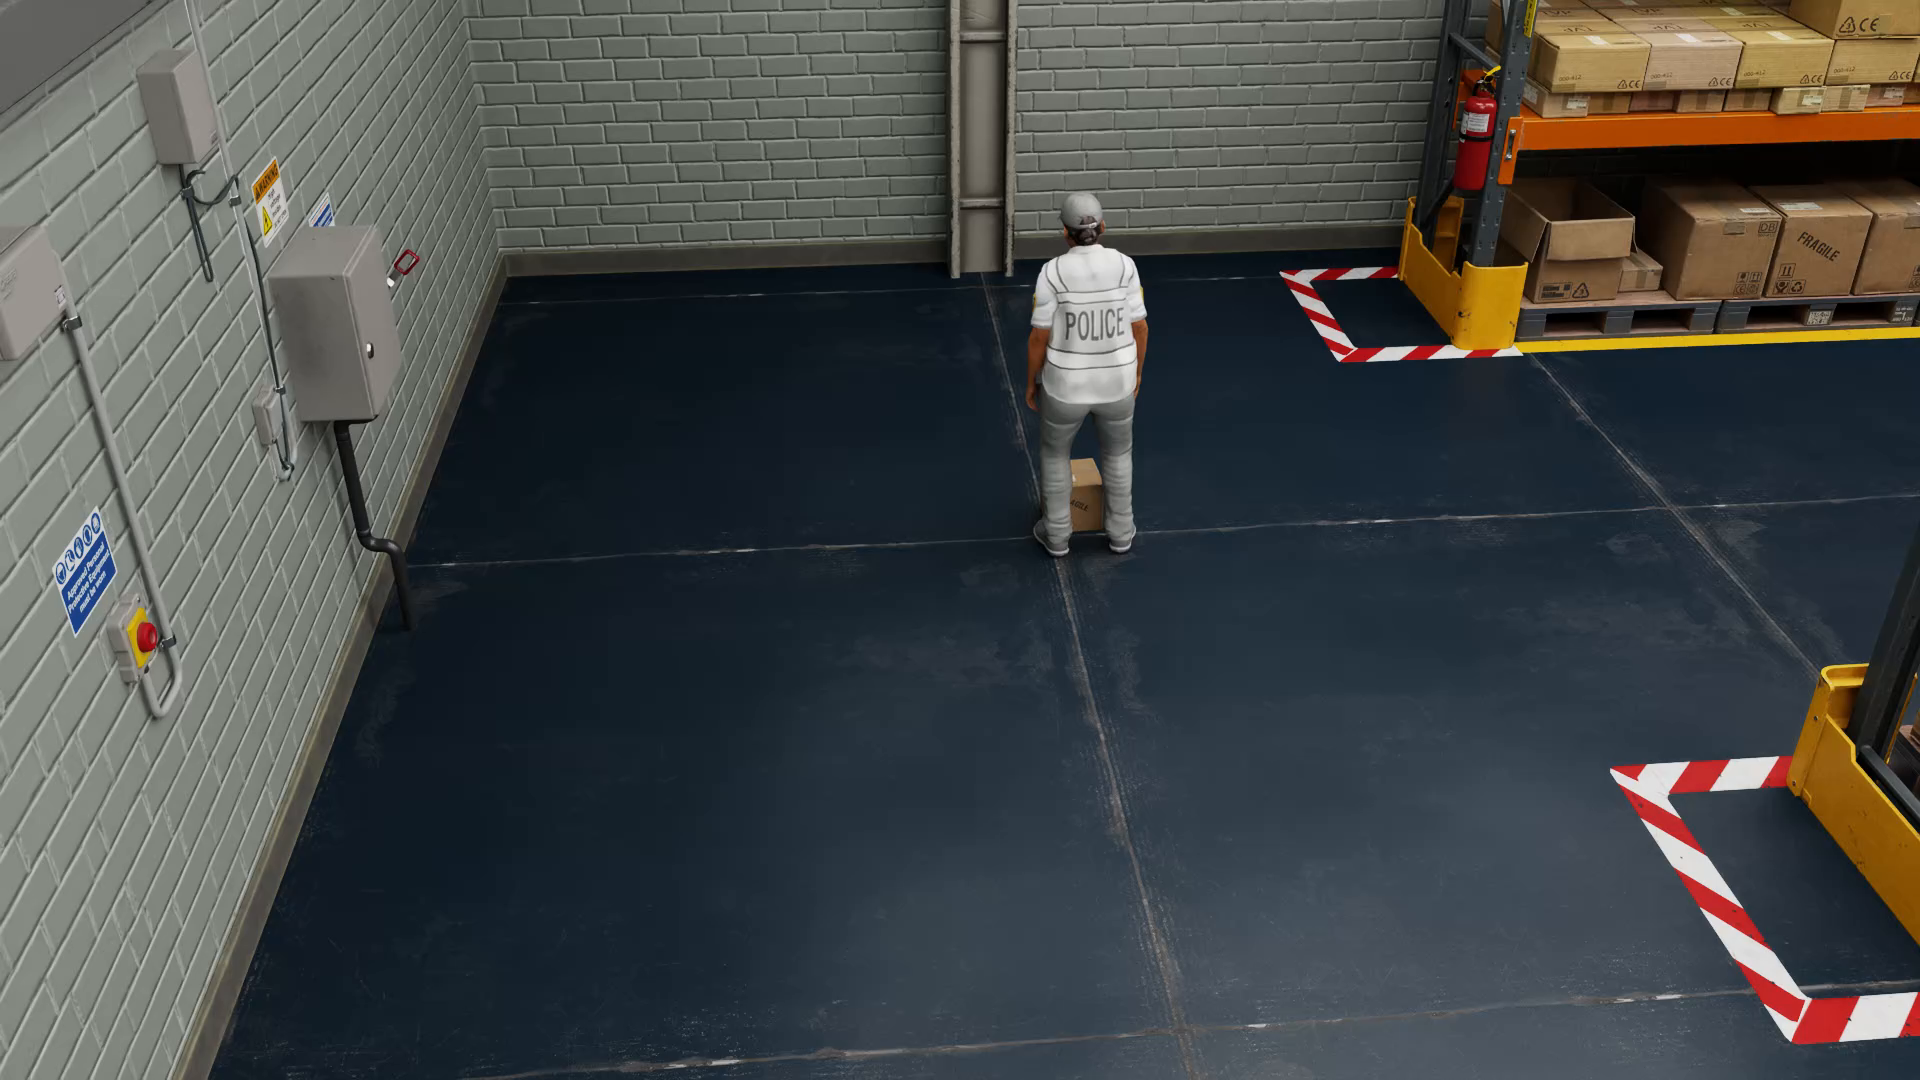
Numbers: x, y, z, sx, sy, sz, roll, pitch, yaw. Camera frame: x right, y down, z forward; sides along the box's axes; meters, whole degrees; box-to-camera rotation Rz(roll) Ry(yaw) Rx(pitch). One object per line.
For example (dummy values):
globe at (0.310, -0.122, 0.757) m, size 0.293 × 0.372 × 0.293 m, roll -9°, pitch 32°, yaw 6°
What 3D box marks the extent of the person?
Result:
person at (0.557, -0.699, 7.278) m, size 0.561 × 1.665 × 0.470 m, roll -5°, pitch 32°, yaw -8°
